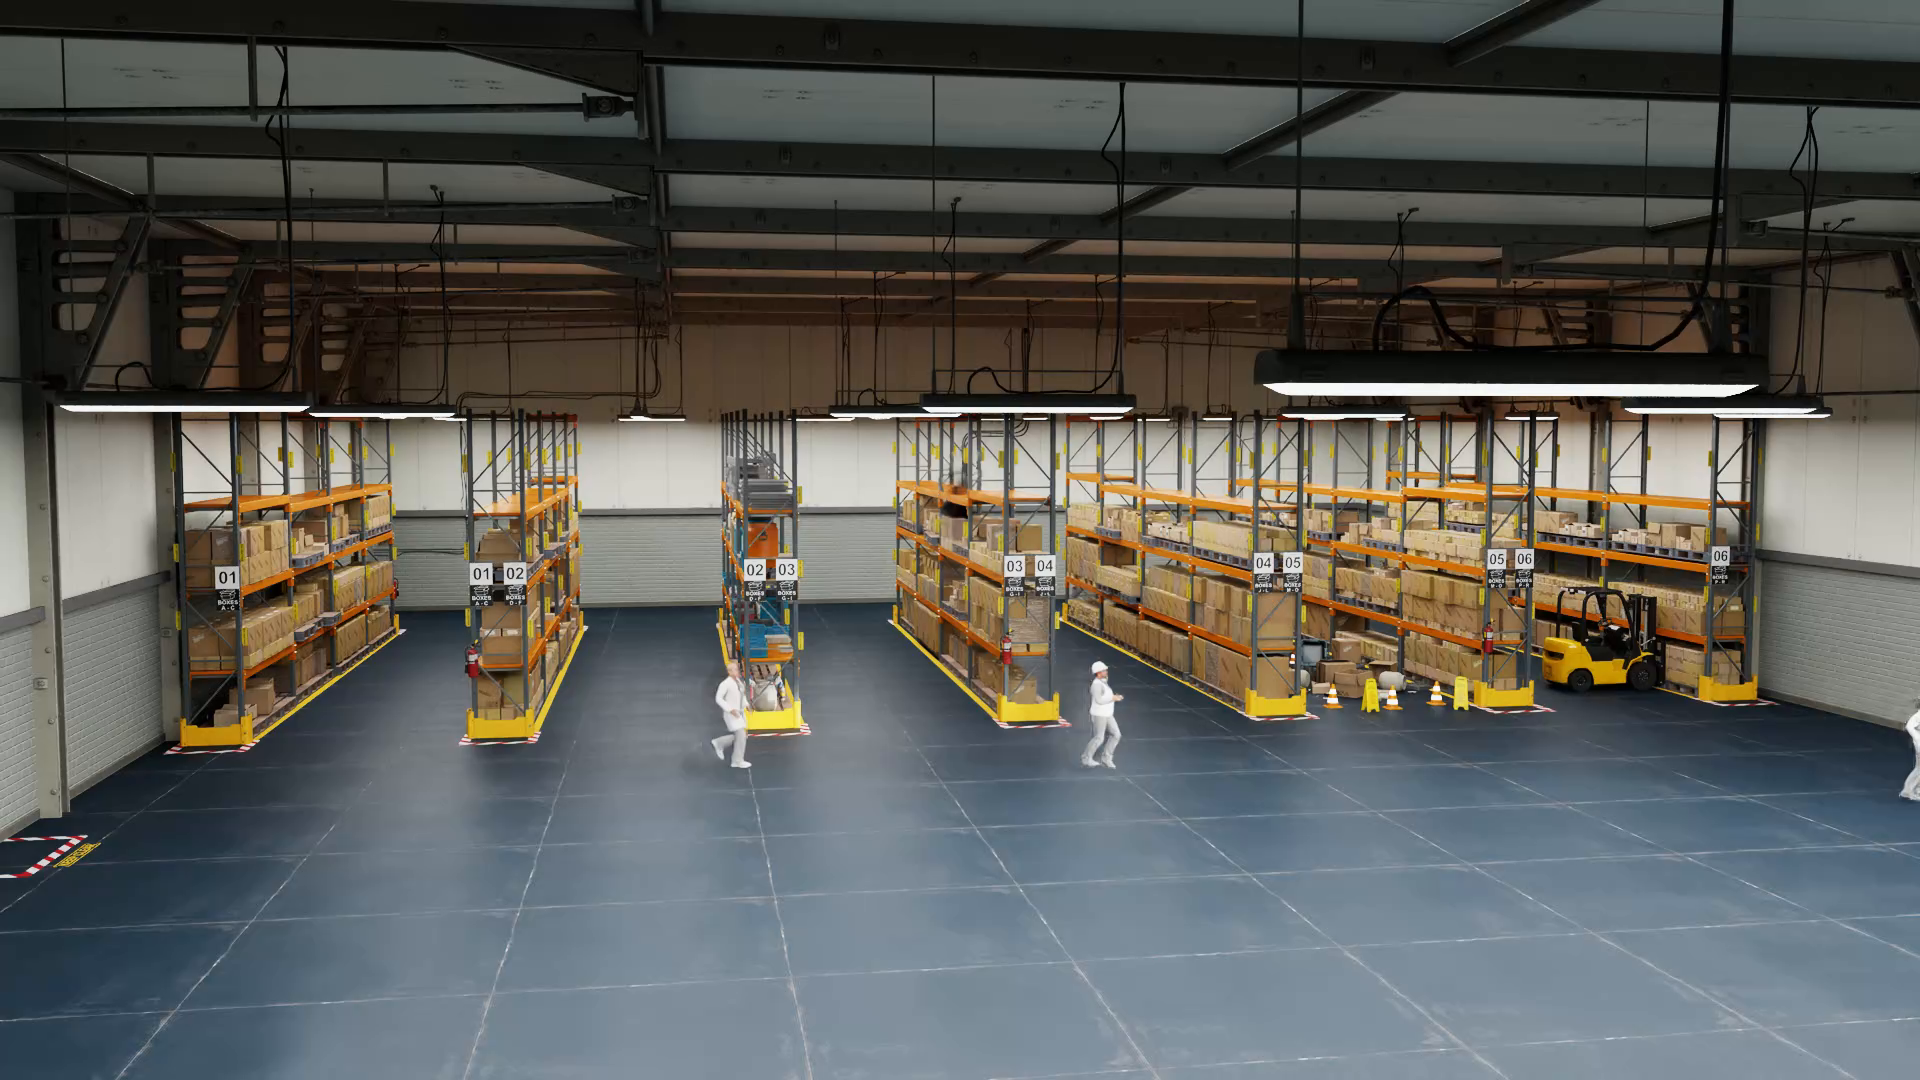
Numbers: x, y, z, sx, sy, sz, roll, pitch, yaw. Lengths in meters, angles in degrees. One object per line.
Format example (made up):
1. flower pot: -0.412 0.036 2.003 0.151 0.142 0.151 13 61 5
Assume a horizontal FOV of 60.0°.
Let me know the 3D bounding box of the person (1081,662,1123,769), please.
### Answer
1. person: 2.369 2.921 27.544 0.711 1.814 0.637 2 4 21

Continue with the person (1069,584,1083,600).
1. person: 3.485 1.389 49.940 0.653 1.696 0.724 2 4 23

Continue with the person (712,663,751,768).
1. person: -3.856 2.881 27.740 0.715 1.665 0.752 1 4 20

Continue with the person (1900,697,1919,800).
1. person: 14.630 3.139 25.133 0.659 1.705 0.584 3 5 34
